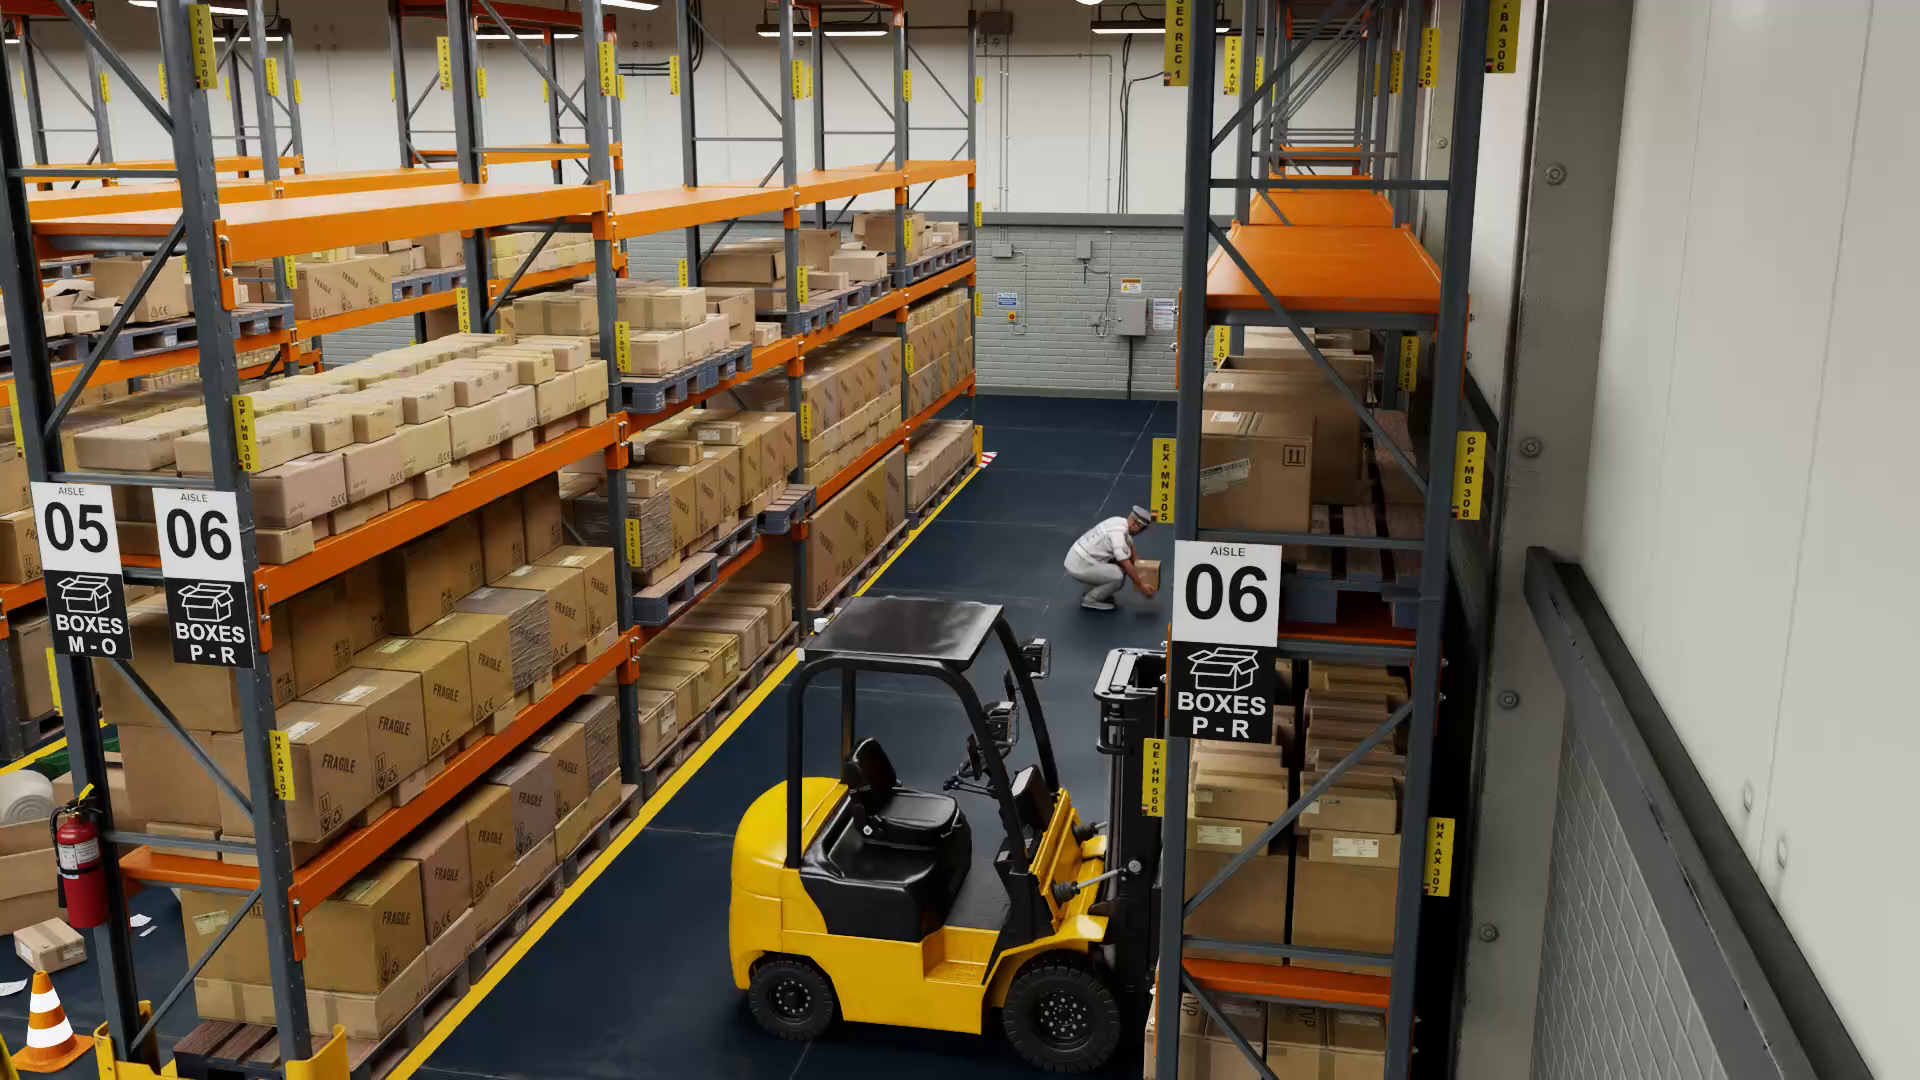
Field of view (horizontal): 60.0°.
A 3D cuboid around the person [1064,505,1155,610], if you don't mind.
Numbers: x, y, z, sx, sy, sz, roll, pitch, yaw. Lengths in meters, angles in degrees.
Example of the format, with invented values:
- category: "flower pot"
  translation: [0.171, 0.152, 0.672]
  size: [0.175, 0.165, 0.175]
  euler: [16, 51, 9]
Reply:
- category: "person"
  translation: [1.488, 0.165, 16.367]
  size: [0.912, 1.012, 0.537]
  euler: [3, 15, 11]
